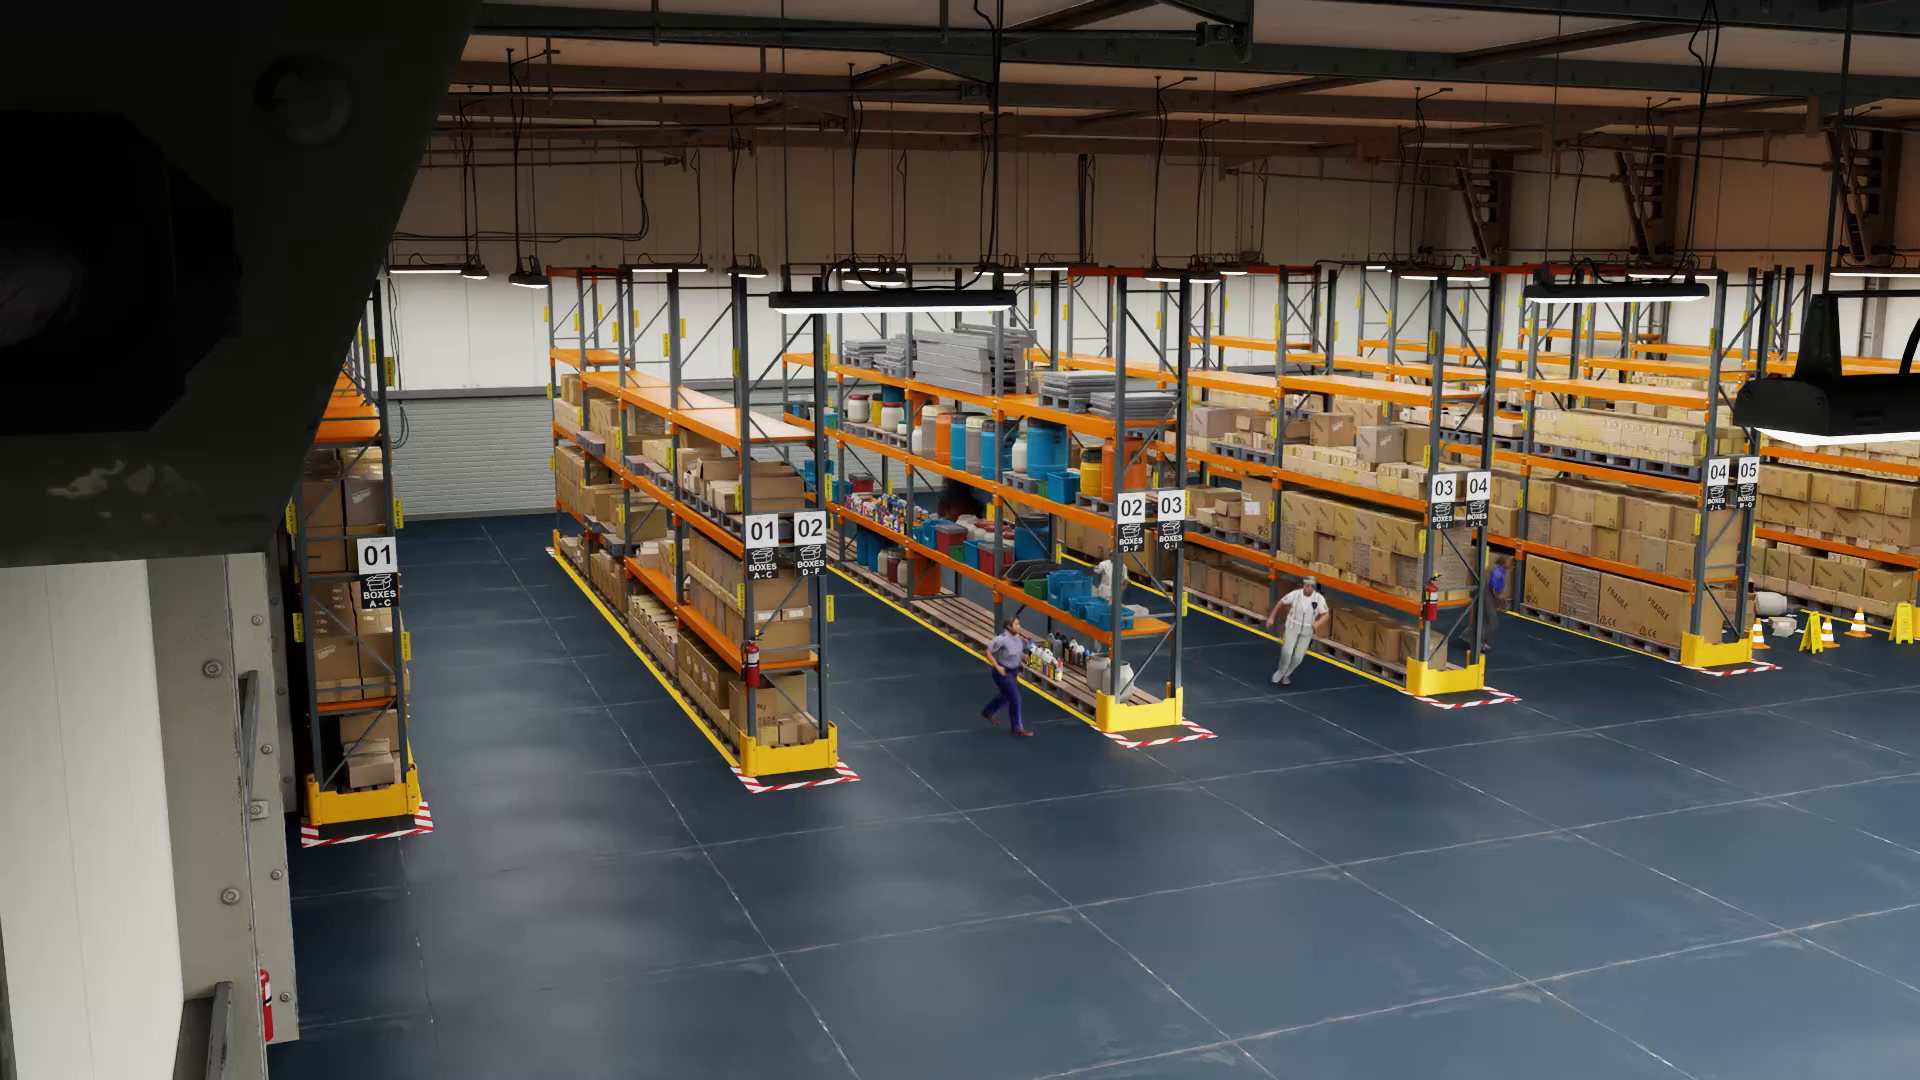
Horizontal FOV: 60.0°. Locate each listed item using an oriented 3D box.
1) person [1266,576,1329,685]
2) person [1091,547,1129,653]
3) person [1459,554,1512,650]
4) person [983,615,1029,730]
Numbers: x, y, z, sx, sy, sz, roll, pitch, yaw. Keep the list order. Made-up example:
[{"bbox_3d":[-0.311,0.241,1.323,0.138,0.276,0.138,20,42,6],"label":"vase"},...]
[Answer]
[{"bbox_3d":[4.966,1.321,24.332,0.855,1.659,0.697,0,10,0],"label":"person"},{"bbox_3d":[2.364,0.899,26.643,0.648,1.668,0.800,-3,10,-17],"label":"person"},{"bbox_3d":[8.393,0.985,26.524,0.728,1.594,0.573,3,10,18],"label":"person"},{"bbox_3d":[0.533,1.725,21.840,0.721,1.552,0.627,7,12,35],"label":"person"}]
